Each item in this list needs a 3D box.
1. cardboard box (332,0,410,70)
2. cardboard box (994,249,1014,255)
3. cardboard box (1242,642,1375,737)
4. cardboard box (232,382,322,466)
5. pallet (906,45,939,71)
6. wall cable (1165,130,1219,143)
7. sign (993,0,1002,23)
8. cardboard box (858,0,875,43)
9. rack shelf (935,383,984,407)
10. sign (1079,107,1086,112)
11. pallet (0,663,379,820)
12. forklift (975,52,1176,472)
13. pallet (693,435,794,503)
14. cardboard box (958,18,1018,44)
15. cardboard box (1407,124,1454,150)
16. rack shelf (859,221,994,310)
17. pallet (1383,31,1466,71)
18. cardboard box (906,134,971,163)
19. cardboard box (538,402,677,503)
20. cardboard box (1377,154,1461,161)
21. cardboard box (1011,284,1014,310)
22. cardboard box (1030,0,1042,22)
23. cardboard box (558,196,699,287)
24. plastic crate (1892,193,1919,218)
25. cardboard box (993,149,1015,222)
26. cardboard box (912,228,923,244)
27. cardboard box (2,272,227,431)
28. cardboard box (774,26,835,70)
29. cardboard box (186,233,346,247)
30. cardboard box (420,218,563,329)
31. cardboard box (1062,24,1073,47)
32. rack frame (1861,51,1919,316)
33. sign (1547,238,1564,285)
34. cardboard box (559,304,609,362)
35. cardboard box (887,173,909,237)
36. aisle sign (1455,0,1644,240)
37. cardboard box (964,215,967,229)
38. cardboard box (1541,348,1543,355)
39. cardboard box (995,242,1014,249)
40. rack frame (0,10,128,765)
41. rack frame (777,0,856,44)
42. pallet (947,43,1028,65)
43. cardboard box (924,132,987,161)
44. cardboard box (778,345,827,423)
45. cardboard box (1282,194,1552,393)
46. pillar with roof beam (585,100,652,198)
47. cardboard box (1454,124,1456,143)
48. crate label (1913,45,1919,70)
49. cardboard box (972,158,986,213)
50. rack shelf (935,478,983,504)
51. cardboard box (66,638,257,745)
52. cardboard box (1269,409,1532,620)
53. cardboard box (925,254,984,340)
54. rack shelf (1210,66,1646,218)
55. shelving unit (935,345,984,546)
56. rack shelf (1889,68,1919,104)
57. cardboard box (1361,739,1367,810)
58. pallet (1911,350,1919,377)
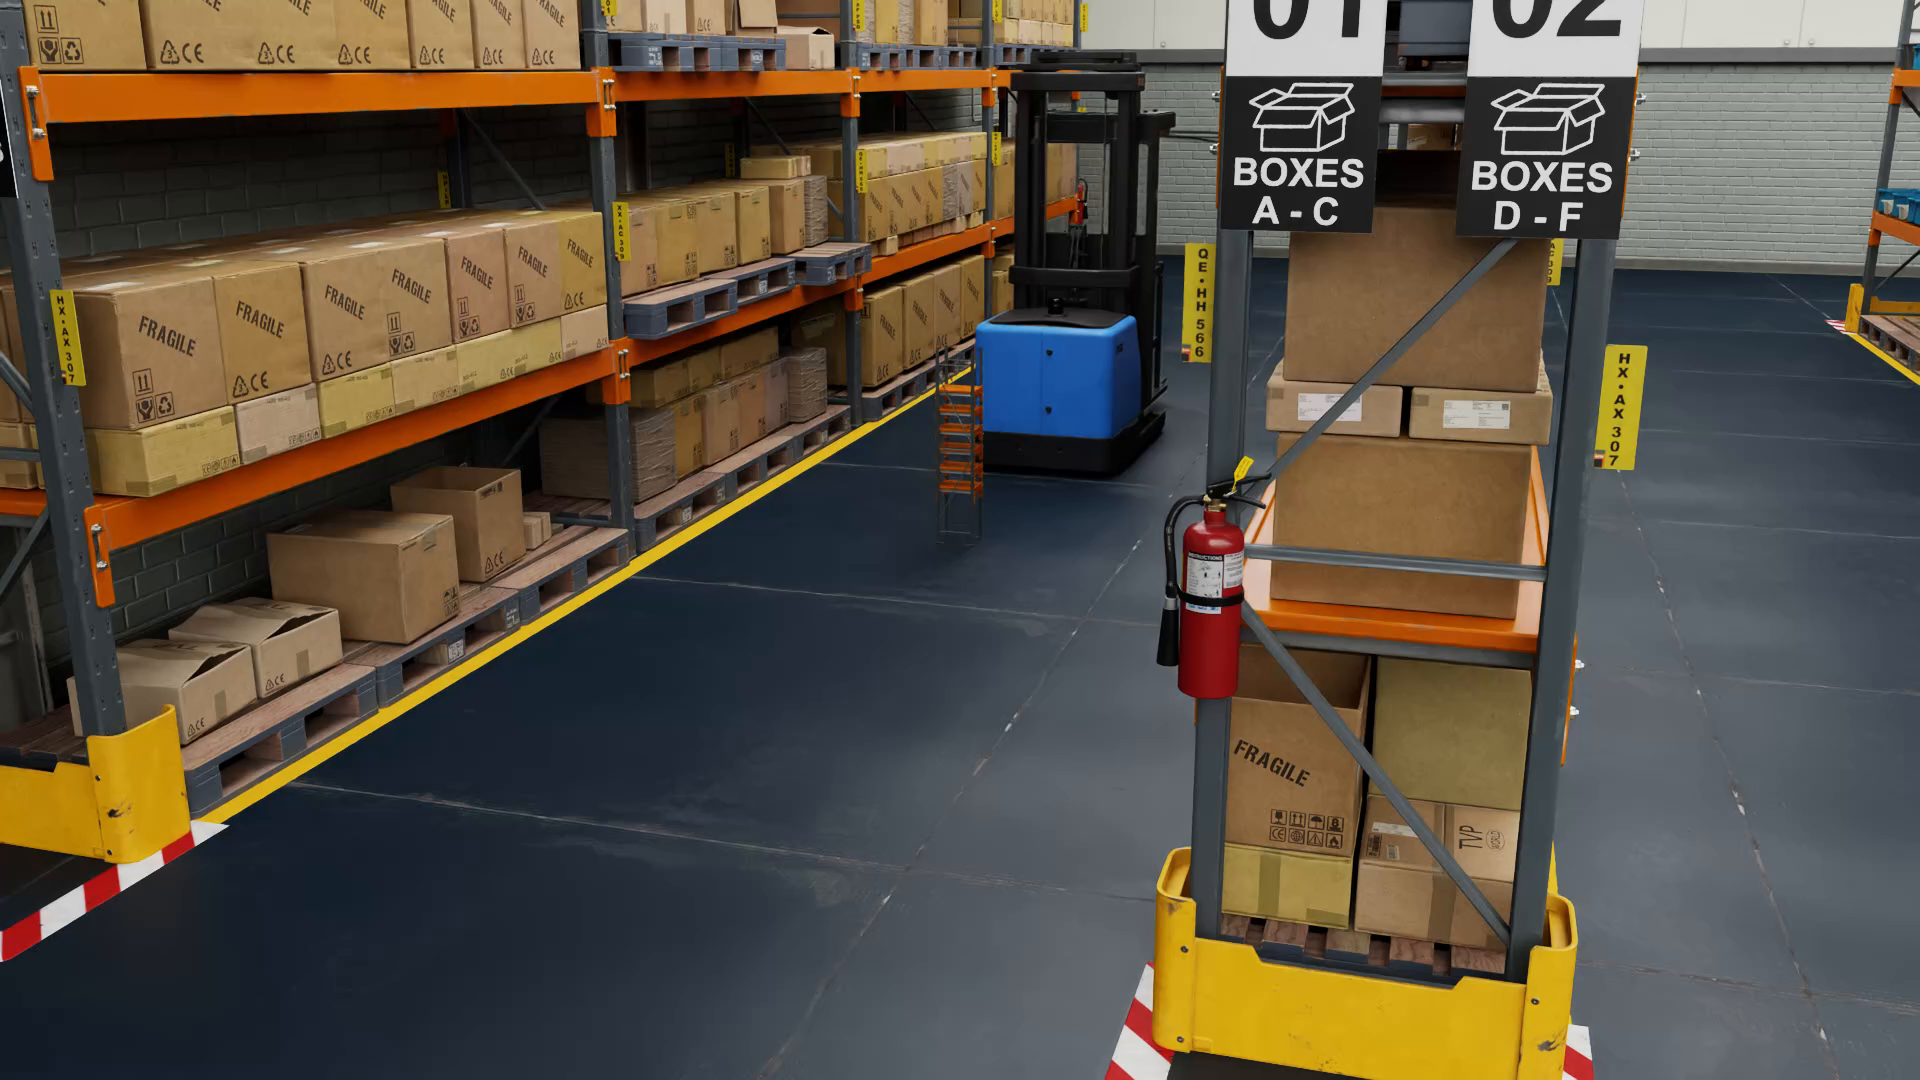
[{"bbox_3d":[-2.774,-2.301,7.226,0.500,0.500,0.500,6,17,19],"label":"cardboard box"},{"bbox_3d":[0.571,-3.167,18.619,0.380,0.149,0.250,4,16,14],"label":"cardboard box"},{"bbox_3d":[1.317,0.401,6.313,0.500,0.500,0.500,5,16,16],"label":"cardboard box"},{"bbox_3d":[-2.994,-0.493,6.810,0.500,0.250,0.500,4,16,14],"label":"cardboard box"},{"bbox_3d":[-0.850,-4.227,14.582,1.003,0.211,1.213,5,17,18],"label":"pallet"},{"bbox_3d":[2.926,-7.346,25.429,3.097,2.526,0.112,5,16,16],"label":"wall cable"},{"bbox_3d":[0.363,-5.259,16.353,0.100,0.325,0.005,5,16,16],"label":"sign"},{"bbox_3d":[-1.114,-4.386,13.808,0.700,0.500,0.500,4,16,13],"label":"cardboard box"},{"bbox_3d":[-0.004,-0.877,10.066,0.258,0.103,0.180,5,16,16],"label":"rack shelf"},{"bbox_3d":[1.493,-5.127,20.353,0.100,0.325,0.005,5,16,16],"label":"sign"},{"bbox_3d":[-3.284,0.796,7.136,1.003,0.211,1.213,5,16,16],"label":"pallet"},{"bbox_3d":[1.022,-2.250,12.892,1.130,2.935,3.031,5,17,17],"label":"forklift"},{"bbox_3d":[-1.869,-0.545,11.864,1.003,0.211,1.213,5,16,16],"label":"pallet"},{"bbox_3d":[0.289,-5.237,17.120,0.500,0.250,0.500,5,16,16],"label":"cardboard box"},{"bbox_3d":[4.486,-3.754,16.051,0.500,0.500,0.500,5,17,16],"label":"cardboard box"},{"bbox_3d":[-0.729,-2.586,15.268,1.077,0.370,4.000,5,16,16],"label":"rack shelf"},{"bbox_3d":[2.555,-2.562,8.719,0.805,0.209,1.217,4,16,14],"label":"pallet"},{"bbox_3d":[-0.202,-3.742,15.886,0.500,0.250,0.500,5,17,17],"label":"cardboard box"},{"bbox_3d":[-2.241,-0.565,10.600,0.700,0.500,0.500,5,17,18],"label":"cardboard box"},{"bbox_3d":[2.054,-1.403,7.217,0.700,0.500,0.500,5,16,16],"label":"cardboard box"},{"bbox_3d":[0.296,-2.774,18.423,0.700,0.500,0.500,4,16,15],"label":"cardboard box"},{"bbox_3d":[0.586,-5.867,17.967,0.500,0.500,0.500,5,17,16],"label":"cardboard box"},{"bbox_3d":[-2.091,-1.898,10.536,0.700,0.500,0.500,6,17,22],"label":"cardboard box"},{"bbox_3d":[9.902,-3.471,17.265,0.416,0.233,0.300,5,16,16],"label":"plastic crate"},{"bbox_3d":[0.009,-3.740,17.470,0.980,0.700,0.700,5,17,17],"label":"cardboard box"},{"bbox_3d":[-0.556,-2.768,15.015,0.380,0.149,0.250,5,17,16],"label":"cardboard box"},{"bbox_3d":[-3.147,-0.716,6.220,0.500,0.500,0.500,5,16,16],"label":"cardboard box"},{"bbox_3d":[-1.243,-3.609,12.187,0.500,0.311,0.500,5,16,16],"label":"cardboard box"},{"bbox_3d":[-3.202,-1.152,7.759,0.500,0.500,0.500,5,17,17],"label":"cardboard box"},{"bbox_3d":[-2.408,-1.382,8.569,0.500,0.500,0.500,5,16,16],"label":"cardboard box"},{"bbox_3d":[1.023,-5.911,19.496,0.500,0.250,0.500,5,17,18],"label":"cardboard box"},{"bbox_3d":[10.475,-3.734,17.996,1.000,3.000,0.127,5,16,16],"label":"rack frame"},{"bbox_3d":[2.849,-1.391,8.006,0.100,0.325,0.005,5,16,16],"label":"sign"},{"bbox_3d":[-2.278,-1.152,9.134,0.500,0.250,0.500,5,16,16],"label":"cardboard box"},{"bbox_3d":[-0.756,-2.853,14.127,0.500,0.500,0.500,5,17,18],"label":"cardboard box"},{"bbox_3d":[1.455,-1.142,4.096,0.394,0.787,0.004,5,16,16],"label":"aisle sign"},{"bbox_3d":[-0.151,-3.102,16.191,0.380,0.149,0.250,5,17,18],"label":"cardboard box"},{"bbox_3d":[1.716,-0.579,5.502,0.380,0.149,0.250,4,16,15],"label":"cardboard box"},{"bbox_3d":[0.431,-3.406,19.464,0.380,0.149,0.250,5,17,17],"label":"cardboard box"},{"bbox_3d":[-3.571,-0.316,5.946,1.000,3.000,0.127,5,16,16],"label":"rack frame"},{"bbox_3d":[-1.297,-5.295,12.507,1.000,3.000,0.127,5,16,16],"label":"rack frame"},{"bbox_3d":[0.082,-5.069,17.369,1.003,0.211,1.213,5,16,16],"label":"pallet"},{"bbox_3d":[-0.048,-3.875,16.355,0.500,0.250,0.500,5,17,17],"label":"cardboard box"},{"bbox_3d":[-1.452,-1.226,12.928,0.700,0.500,0.500,5,17,17],"label":"cardboard box"},{"bbox_3d":[1.340,-0.740,4.881,0.700,0.500,0.500,5,16,16],"label":"cardboard box"},{"bbox_3d":[1.632,-4.688,10.367,9.100,9.000,0.400,5,16,16],"label":"pillar with roof beam"},{"bbox_3d":[5.207,-4.415,18.382,0.500,0.500,0.500,5,17,16],"label":"cardboard box"},{"bbox_3d":[9.903,-4.889,16.844,0.408,0.251,0.502,5,16,16],"label":"crate label"},{"bbox_3d":[-0.050,-3.516,16.463,0.500,0.500,0.500,4,16,15],"label":"cardboard box"},{"bbox_3d":[-0.004,-0.300,10.230,0.258,0.103,0.180,5,16,16],"label":"rack shelf"},{"bbox_3d":[-3.288,0.592,6.867,0.500,0.311,0.500,3,16,10],"label":"cardboard box"},{"bbox_3d":[1.325,-0.102,5.009,0.700,0.500,0.500,5,16,16],"label":"cardboard box"},{"bbox_3d":[-0.221,-2.443,16.616,0.750,0.750,0.750,5,17,17],"label":"cardboard box"},{"bbox_3d":[1.748,-1.553,6.129,1.077,0.370,4.000,5,16,16],"label":"rack shelf"},{"bbox_3d":[-0.004,-0.573,10.152,0.258,1.200,0.189,5,16,16],"label":"shelving unit"},{"bbox_3d":[9.906,-4.307,15.840,1.077,0.370,4.000,5,16,16],"label":"rack shelf"},{"bbox_3d":[1.180,0.893,5.953,0.500,0.250,0.500,5,16,16],"label":"cardboard box"},{"bbox_3d":[9.510,-1.541,15.376,1.003,0.211,1.213,5,16,16],"label":"pallet"}]
